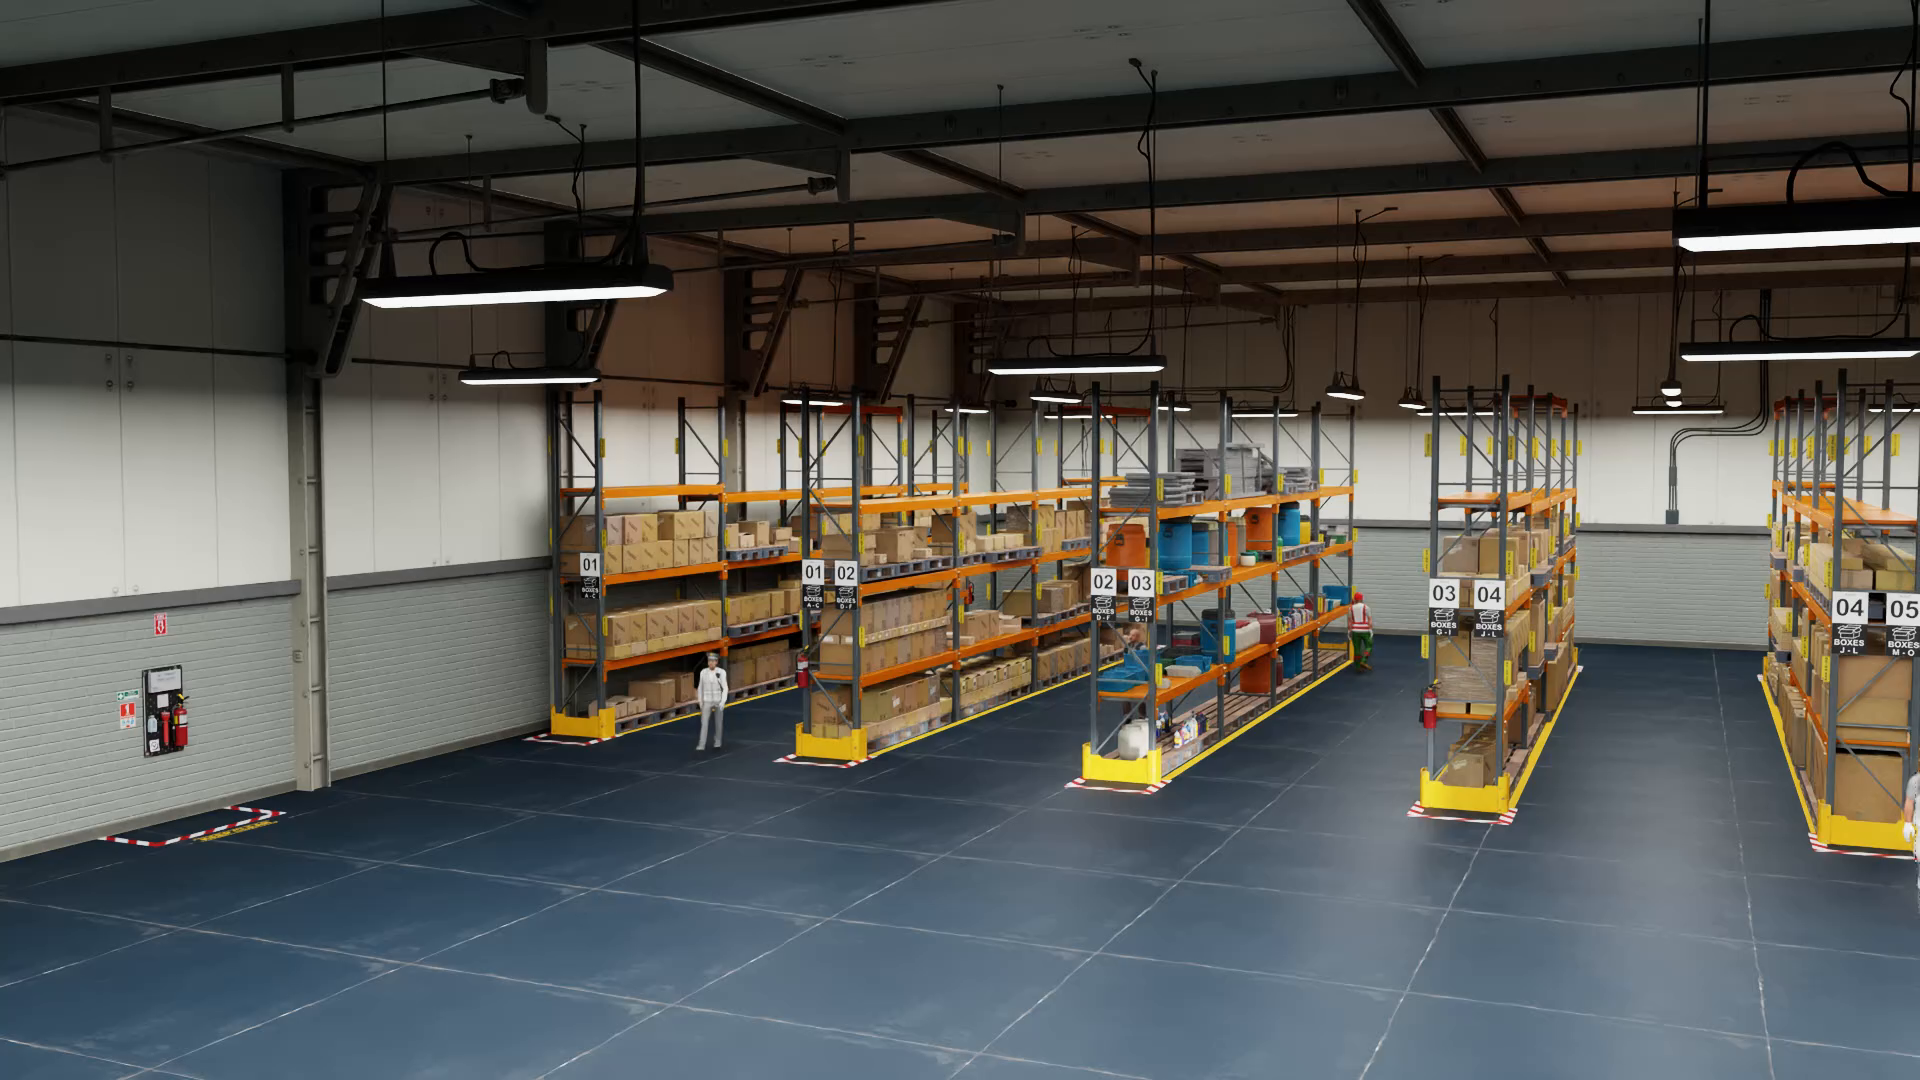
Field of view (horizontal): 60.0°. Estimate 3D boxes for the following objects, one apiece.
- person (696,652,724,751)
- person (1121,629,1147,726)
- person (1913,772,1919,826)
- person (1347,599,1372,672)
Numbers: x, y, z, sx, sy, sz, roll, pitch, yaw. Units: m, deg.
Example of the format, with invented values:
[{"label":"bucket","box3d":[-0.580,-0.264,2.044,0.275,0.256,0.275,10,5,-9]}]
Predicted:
[{"label":"person","box3d":[-4.100,2.654,27.318,0.455,1.624,1.026,0,3,-7]},{"label":"person","box3d":[3.158,2.500,30.088,0.569,1.779,0.547,3,4,44]},{"label":"person","box3d":[10.465,2.653,17.806,0.417,0.860,0.395,1,3,12]},{"label":"person","box3d":[8.922,2.085,37.085,0.592,1.739,0.504,2,4,26]}]
